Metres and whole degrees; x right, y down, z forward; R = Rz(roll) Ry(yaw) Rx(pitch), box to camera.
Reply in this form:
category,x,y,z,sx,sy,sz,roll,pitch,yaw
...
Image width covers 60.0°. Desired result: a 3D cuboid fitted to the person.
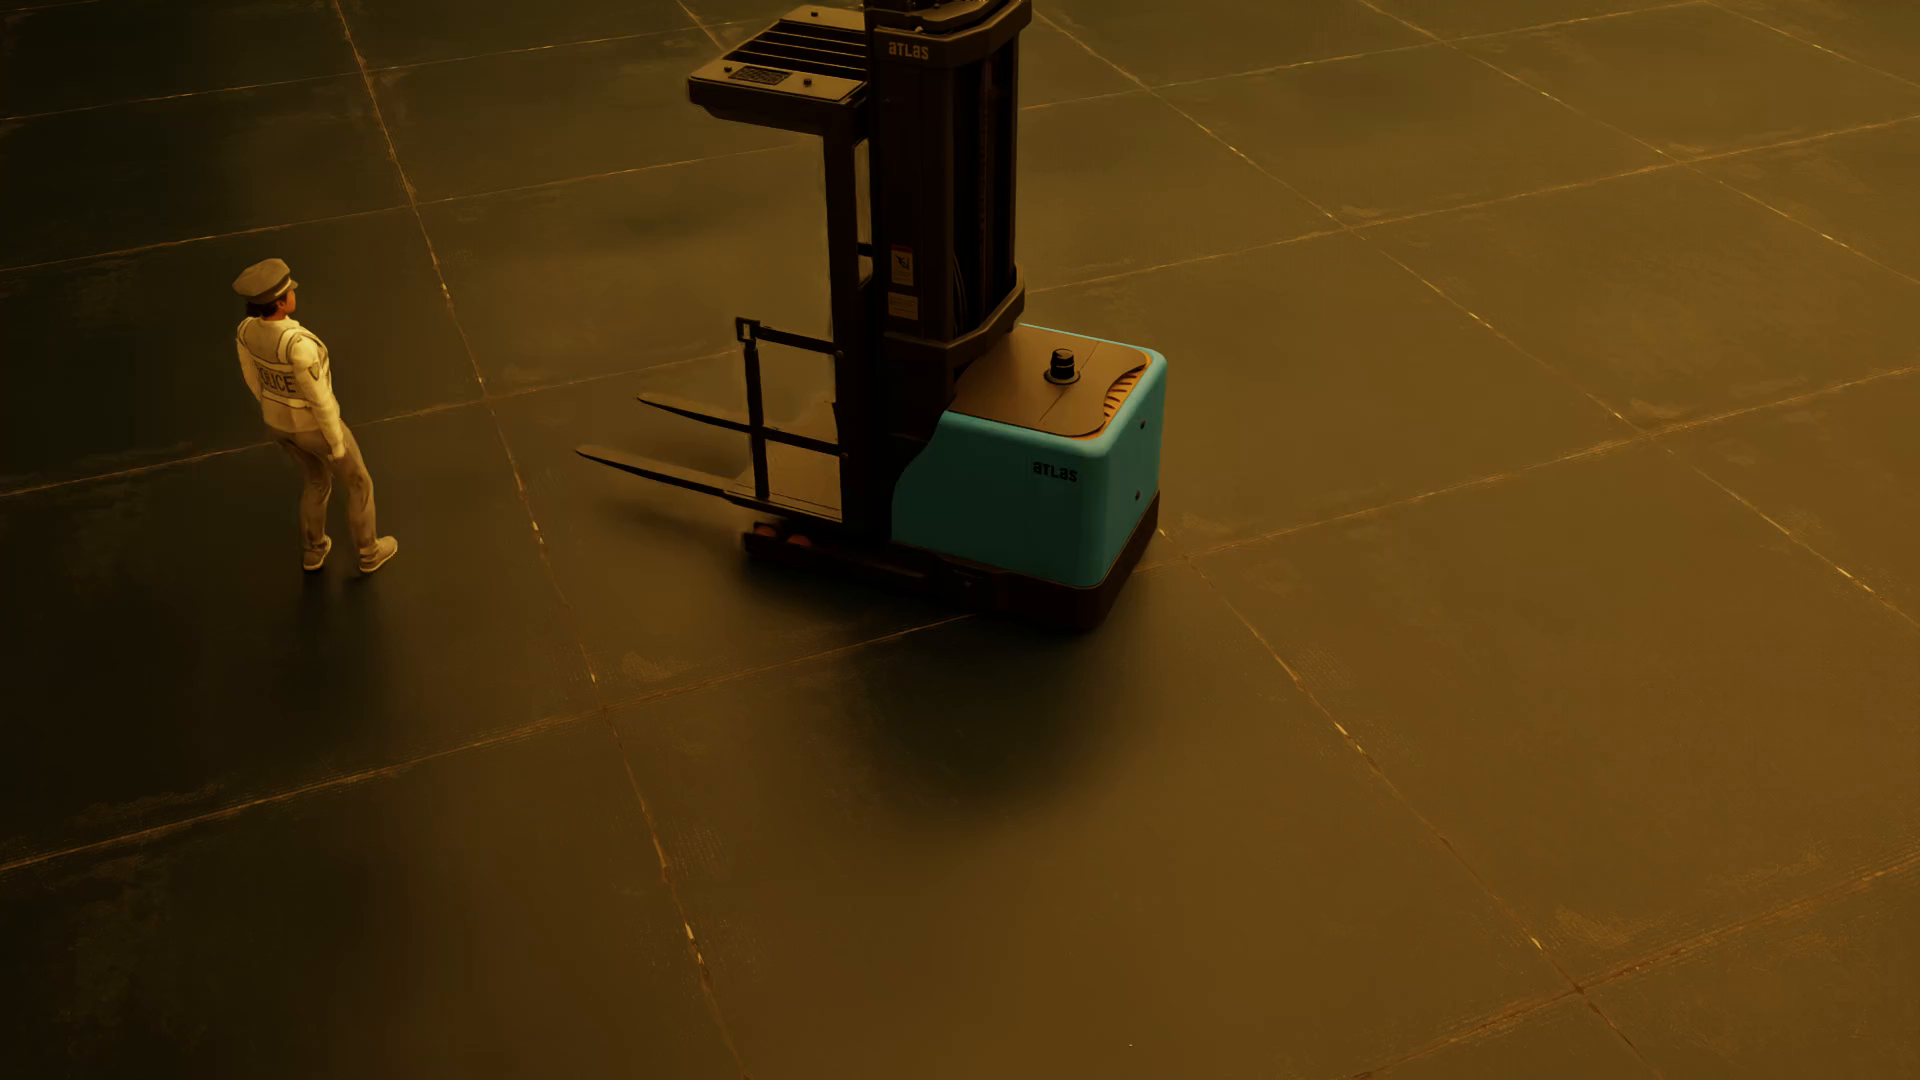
category,x,y,z,sx,sy,sz,roll,pitch,yaw
person,-3.124,-0.590,8.028,0.545,1.671,0.414,19,40,25

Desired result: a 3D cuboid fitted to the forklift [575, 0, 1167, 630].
category,x,y,z,sx,sy,sz,roll,pitch,yaw
forklift,-0.545,-1.319,7.954,3.031,2.935,1.130,14,38,19
